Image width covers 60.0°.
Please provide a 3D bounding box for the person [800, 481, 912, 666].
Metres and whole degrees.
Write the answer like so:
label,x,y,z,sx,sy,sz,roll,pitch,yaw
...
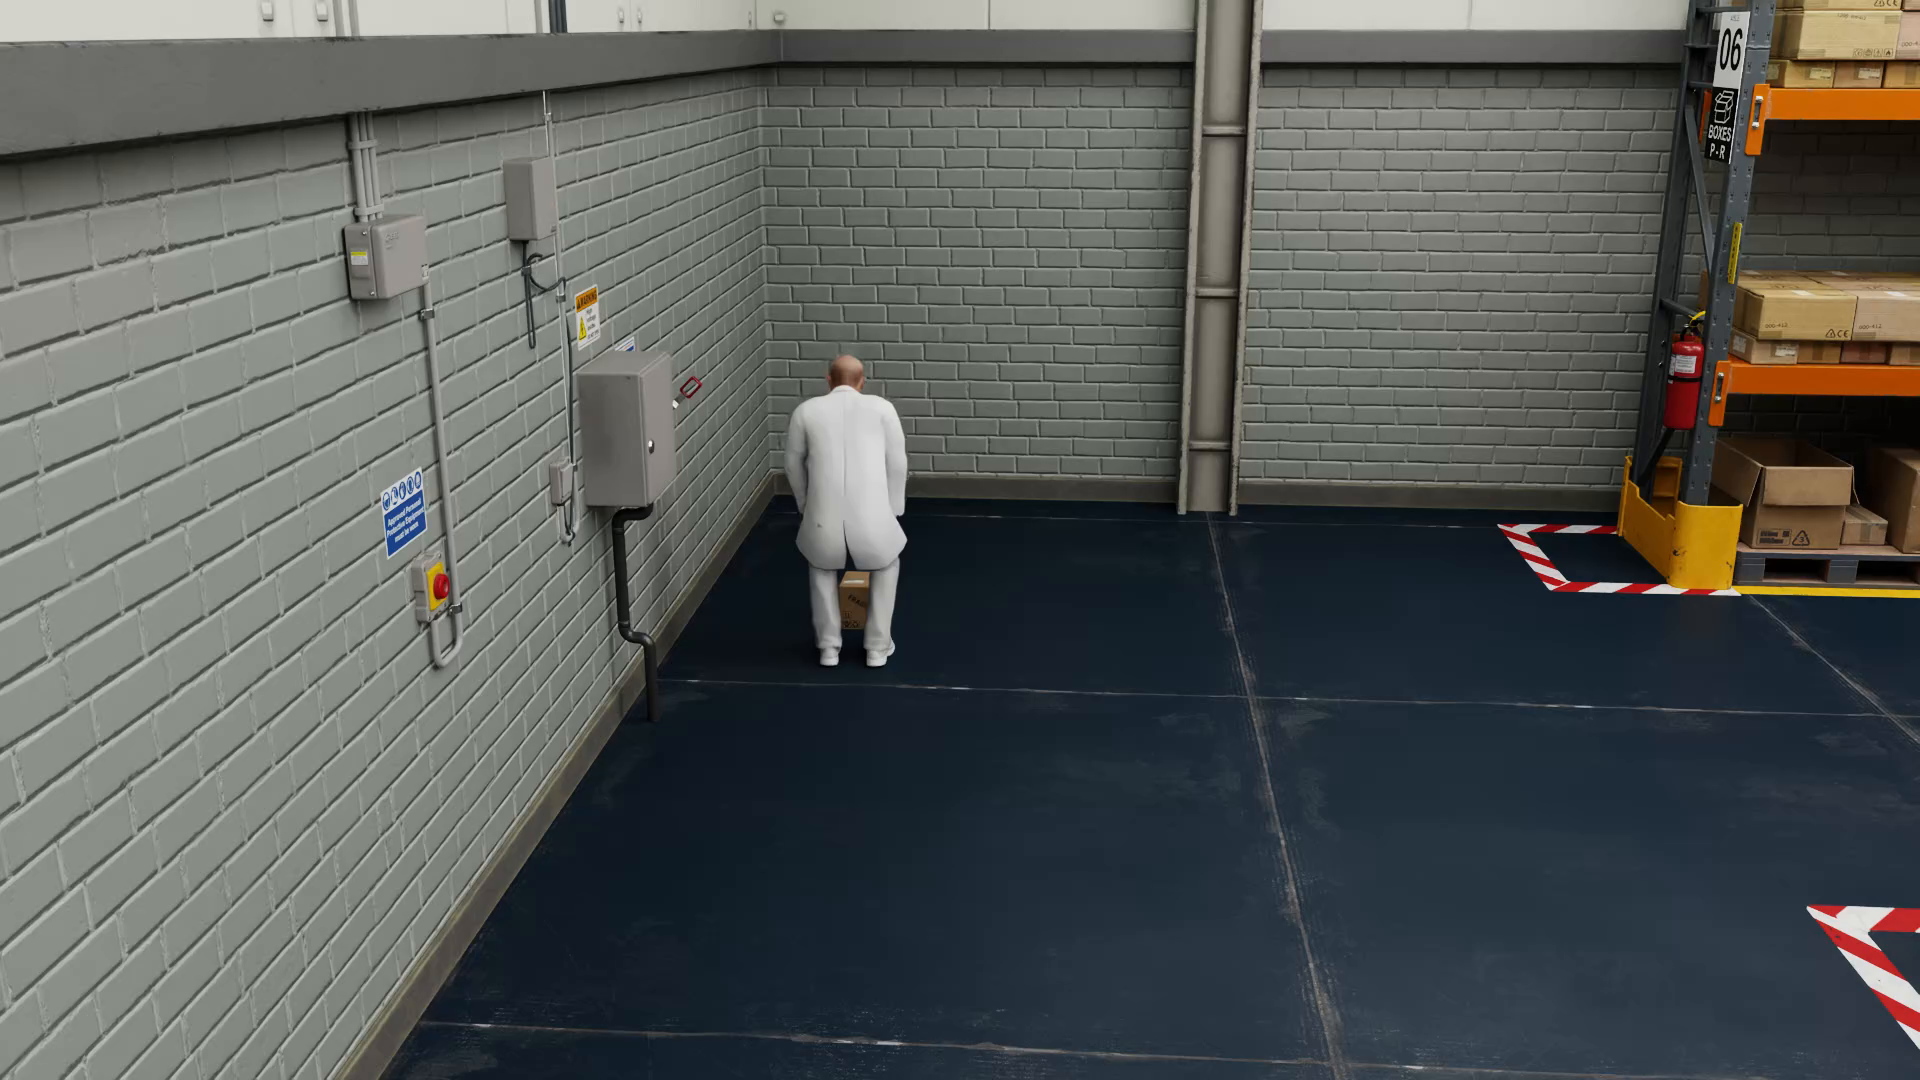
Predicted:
label,x,y,z,sx,sy,sz,roll,pitch,yaw
person,-0.535,0.212,8.680,0.582,0.876,0.912,1,17,4
